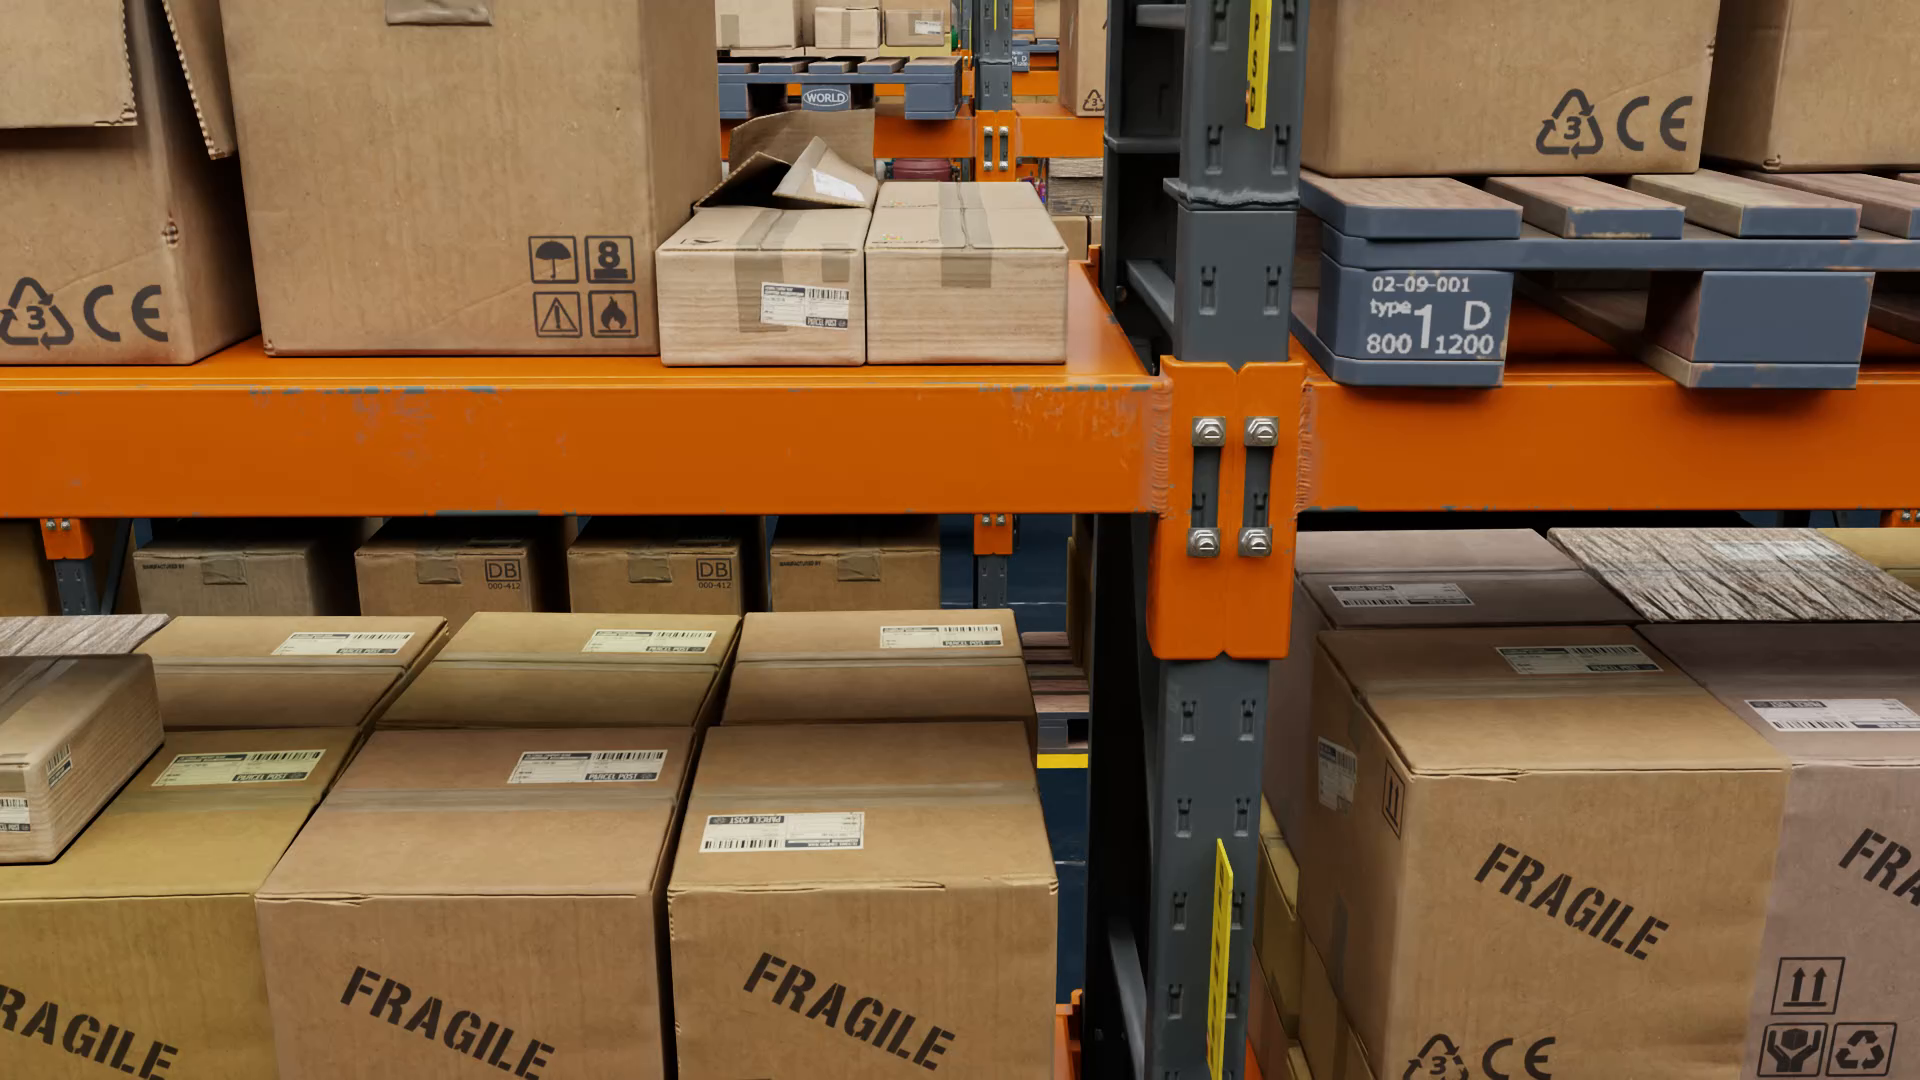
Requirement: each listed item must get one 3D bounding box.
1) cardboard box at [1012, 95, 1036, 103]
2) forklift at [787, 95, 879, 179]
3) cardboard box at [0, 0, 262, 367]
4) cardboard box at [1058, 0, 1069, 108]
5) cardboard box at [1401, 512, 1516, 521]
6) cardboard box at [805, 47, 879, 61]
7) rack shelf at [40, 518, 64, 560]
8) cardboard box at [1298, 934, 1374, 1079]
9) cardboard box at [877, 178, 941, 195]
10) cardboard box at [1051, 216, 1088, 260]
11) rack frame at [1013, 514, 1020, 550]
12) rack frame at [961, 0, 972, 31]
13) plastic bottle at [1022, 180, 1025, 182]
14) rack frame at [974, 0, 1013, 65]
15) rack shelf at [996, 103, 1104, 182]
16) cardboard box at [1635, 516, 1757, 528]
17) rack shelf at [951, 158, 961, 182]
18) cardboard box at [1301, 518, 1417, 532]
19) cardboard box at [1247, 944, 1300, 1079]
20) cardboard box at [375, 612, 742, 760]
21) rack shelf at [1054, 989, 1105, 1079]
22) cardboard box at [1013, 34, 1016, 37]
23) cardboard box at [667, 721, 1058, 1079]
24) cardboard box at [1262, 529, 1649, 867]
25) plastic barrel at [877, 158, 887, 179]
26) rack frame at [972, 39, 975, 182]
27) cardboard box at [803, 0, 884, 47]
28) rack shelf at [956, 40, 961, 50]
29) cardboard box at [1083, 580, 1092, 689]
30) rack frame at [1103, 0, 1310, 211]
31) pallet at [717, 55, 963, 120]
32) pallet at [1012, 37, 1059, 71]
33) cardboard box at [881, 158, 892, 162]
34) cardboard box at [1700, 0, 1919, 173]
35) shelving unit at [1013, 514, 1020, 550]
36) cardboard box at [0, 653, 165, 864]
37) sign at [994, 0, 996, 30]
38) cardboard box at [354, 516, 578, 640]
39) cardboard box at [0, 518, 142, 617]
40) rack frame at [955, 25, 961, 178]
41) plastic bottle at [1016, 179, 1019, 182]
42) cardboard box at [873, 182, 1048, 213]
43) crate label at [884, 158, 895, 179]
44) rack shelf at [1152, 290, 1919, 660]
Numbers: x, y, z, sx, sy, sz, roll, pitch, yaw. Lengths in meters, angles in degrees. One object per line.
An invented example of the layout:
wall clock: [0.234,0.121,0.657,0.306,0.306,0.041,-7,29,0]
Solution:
cardboard box: [0.939,-6.787,26.112,0.500,0.500,0.500,0,18,1]
forklift: [-1.293,-3.077,15.341,1.130,2.935,3.031,0,18,0]
cardboard box: [-1.209,-0.561,2.306,0.637,0.503,0.797,0,18,-1]
cardboard box: [0.704,-2.167,7.318,0.500,0.500,0.500,0,18,-1]
cardboard box: [2.351,-0.070,8.031,0.500,0.250,0.500,0,18,1]
cardboard box: [-0.808,-3.399,11.569,0.500,0.250,0.500,0,18,-1]
rack shelf: [-5.862,-0.239,7.561,4.000,0.370,1.077,0,18,-1]
cardboard box: [0.827,0.807,2.549,0.500,0.250,0.500,0,18,-1]
cardboard box: [-0.380,-2.359,12.139,0.500,0.500,0.500,-2,18,-8]
cardboard box: [0.650,-2.093,11.998,0.500,0.500,0.500,0,18,1]
rack frame: [0.359,-0.716,10.324,0.023,1.500,0.400,0,18,-1]
rack frame: [0.081,-6.496,16.064,0.127,3.000,1.000,0,18,-1]
plastic bottle: [0.636,-3.473,16.675,0.097,0.271,0.097,0,18,0]
rack frame: [0.137,-3.467,6.625,0.127,3.000,1.000,0,18,-1]
rack shelf: [2.137,-1.706,7.223,4.000,0.370,1.077,0,18,-1]
cardboard box: [3.396,0.084,7.552,0.500,0.250,0.500,-1,18,-2]
rack shelf: [-1.993,-4.800,21.776,4.000,0.370,1.077,0,18,-1]
cardboard box: [1.832,0.092,7.527,0.500,0.250,0.500,0,18,0]
cardboard box: [0.818,0.890,3.107,0.500,0.250,0.500,-1,18,-3]
cardboard box: [-0.659,0.447,2.904,0.500,0.500,0.500,1,18,2]
rack shelf: [-1.684,1.253,2.910,4.000,0.370,1.077,0,18,-1]
cardboard box: [0.443,-6.640,21.262,0.500,0.500,0.910,0,18,-1]
cardboard box: [-0.134,0.598,2.433,0.500,0.500,0.500,-1,18,-2]
cardboard box: [0.829,0.294,2.919,0.500,0.500,0.500,-1,18,-2]
plastic barrel: [-0.944,-3.622,16.745,0.421,0.512,0.421,0,18,0]
rack frame: [0.160,-2.126,12.265,0.127,3.000,1.000,0,18,-1]
cardboard box: [-0.590,-2.308,7.216,0.500,0.311,0.500,0,18,-1]
rack shelf: [-1.993,-6.228,21.318,4.000,0.370,1.077,0,18,-1]
cardboard box: [0.848,0.454,7.627,0.500,0.500,0.500,-1,18,-3]
rack frame: [0.316,-1.956,1.913,0.127,3.000,1.000,0,18,-1]
pallet: [-0.506,-1.930,7.052,1.003,0.211,1.213,1,18,2]
pallet: [0.803,-3.484,11.896,1.003,0.211,1.213,1,18,2]
cardboard box: [-0.888,-4.943,21.458,0.250,0.149,0.380,0,18,-1]
cardboard box: [1.303,-0.838,2.488,0.500,0.500,0.700,-1,18,-4]
shelving unit: [-0.007,-0.714,10.318,0.755,1.500,0.431,0,18,-1]
cardboard box: [-1.315,0.296,2.313,0.250,0.149,0.380,-1,18,-3]
sign: [0.137,-2.153,6.463,0.005,0.325,0.100,0,18,-1]
cardboard box: [-2.279,0.246,7.866,0.750,0.750,1.050,0,18,-1]
cardboard box: [-4.493,0.202,7.798,0.875,0.875,0.875,0,18,0]
rack frame: [0.007,-5.152,21.697,0.127,3.000,1.000,0,18,-1]
plastic bottle: [0.595,-3.672,17.408,0.097,0.201,0.097,0,18,0]
cardboard box: [-0.002,-0.459,2.567,0.250,0.149,0.380,0,18,-1]
crate label: [-0.916,-3.734,17.218,0.616,0.435,0.502,0,18,-1]
rack shelf: [2.316,-0.195,2.511,4.000,0.370,1.077,0,18,-1]
